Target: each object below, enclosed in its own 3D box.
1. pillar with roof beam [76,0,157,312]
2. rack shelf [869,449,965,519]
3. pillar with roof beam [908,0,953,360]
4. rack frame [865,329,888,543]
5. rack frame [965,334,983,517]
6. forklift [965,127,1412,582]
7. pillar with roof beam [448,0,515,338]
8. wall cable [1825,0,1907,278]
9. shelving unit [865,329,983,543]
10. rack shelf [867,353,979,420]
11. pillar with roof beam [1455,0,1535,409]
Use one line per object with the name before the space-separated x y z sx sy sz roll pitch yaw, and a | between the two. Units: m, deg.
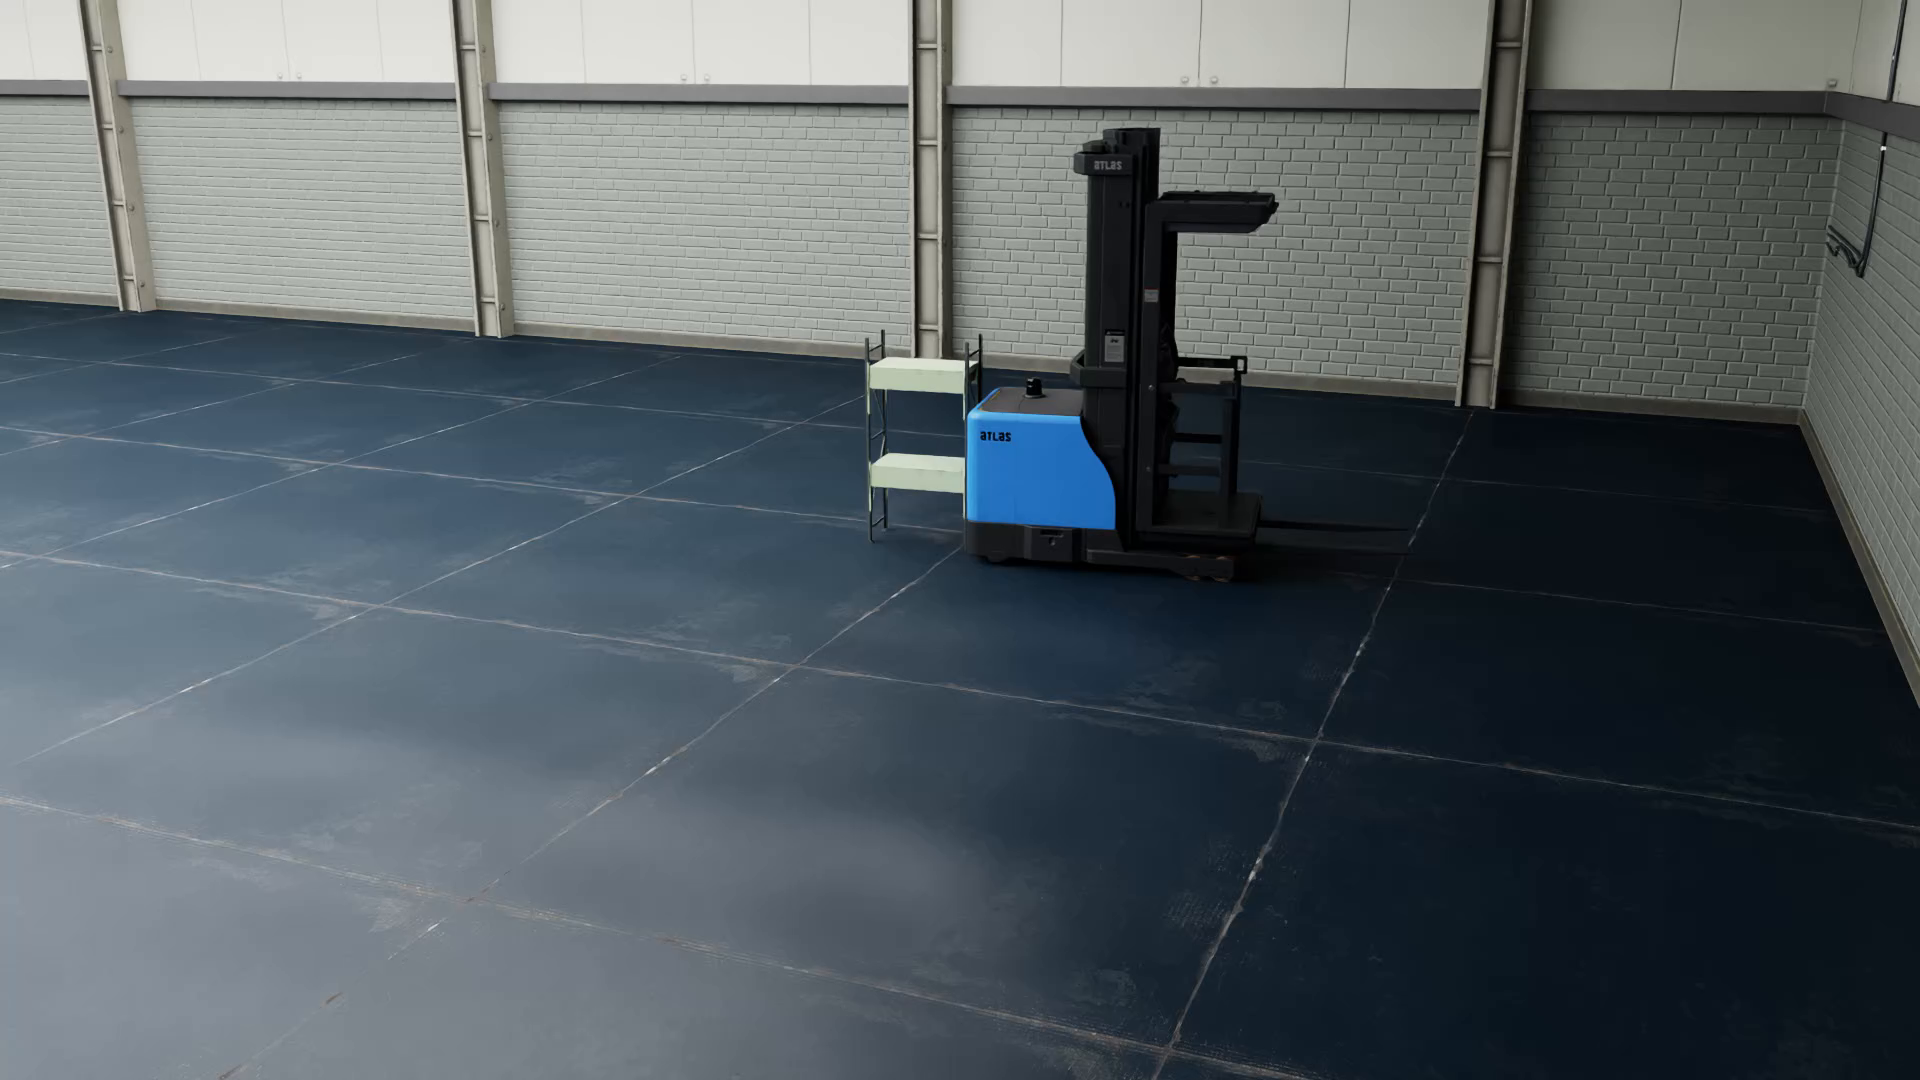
pillar with roof beam | -13.066 -6.425 18.166 0.400 9.000 9.100 6 17 21
rack shelf | -0.253 -0.411 12.070 0.720 0.370 0.431 5 17 15
pillar with roof beam | -1.903 -5.198 13.938 0.400 9.000 9.100 6 17 21
rack frame | -0.606 -0.752 12.074 0.023 1.500 0.400 5 17 15
rack frame | 0.099 -0.697 11.883 0.023 1.500 0.400 5 17 15
forklift | 1.609 -1.288 11.355 3.031 2.935 1.130 4 17 12
pillar with roof beam | -7.485 -5.812 16.052 0.400 9.000 9.100 6 17 21
wall cable | 7.513 -3.565 13.883 0.112 2.526 3.097 6 17 21
shelving unit | -0.254 -0.724 11.979 0.755 1.500 0.431 5 17 15
rack shelf | -0.254 -1.099 11.870 0.720 0.370 0.431 5 17 15
pillar with roof beam | 3.678 -4.584 11.823 0.400 9.000 9.100 6 17 21
